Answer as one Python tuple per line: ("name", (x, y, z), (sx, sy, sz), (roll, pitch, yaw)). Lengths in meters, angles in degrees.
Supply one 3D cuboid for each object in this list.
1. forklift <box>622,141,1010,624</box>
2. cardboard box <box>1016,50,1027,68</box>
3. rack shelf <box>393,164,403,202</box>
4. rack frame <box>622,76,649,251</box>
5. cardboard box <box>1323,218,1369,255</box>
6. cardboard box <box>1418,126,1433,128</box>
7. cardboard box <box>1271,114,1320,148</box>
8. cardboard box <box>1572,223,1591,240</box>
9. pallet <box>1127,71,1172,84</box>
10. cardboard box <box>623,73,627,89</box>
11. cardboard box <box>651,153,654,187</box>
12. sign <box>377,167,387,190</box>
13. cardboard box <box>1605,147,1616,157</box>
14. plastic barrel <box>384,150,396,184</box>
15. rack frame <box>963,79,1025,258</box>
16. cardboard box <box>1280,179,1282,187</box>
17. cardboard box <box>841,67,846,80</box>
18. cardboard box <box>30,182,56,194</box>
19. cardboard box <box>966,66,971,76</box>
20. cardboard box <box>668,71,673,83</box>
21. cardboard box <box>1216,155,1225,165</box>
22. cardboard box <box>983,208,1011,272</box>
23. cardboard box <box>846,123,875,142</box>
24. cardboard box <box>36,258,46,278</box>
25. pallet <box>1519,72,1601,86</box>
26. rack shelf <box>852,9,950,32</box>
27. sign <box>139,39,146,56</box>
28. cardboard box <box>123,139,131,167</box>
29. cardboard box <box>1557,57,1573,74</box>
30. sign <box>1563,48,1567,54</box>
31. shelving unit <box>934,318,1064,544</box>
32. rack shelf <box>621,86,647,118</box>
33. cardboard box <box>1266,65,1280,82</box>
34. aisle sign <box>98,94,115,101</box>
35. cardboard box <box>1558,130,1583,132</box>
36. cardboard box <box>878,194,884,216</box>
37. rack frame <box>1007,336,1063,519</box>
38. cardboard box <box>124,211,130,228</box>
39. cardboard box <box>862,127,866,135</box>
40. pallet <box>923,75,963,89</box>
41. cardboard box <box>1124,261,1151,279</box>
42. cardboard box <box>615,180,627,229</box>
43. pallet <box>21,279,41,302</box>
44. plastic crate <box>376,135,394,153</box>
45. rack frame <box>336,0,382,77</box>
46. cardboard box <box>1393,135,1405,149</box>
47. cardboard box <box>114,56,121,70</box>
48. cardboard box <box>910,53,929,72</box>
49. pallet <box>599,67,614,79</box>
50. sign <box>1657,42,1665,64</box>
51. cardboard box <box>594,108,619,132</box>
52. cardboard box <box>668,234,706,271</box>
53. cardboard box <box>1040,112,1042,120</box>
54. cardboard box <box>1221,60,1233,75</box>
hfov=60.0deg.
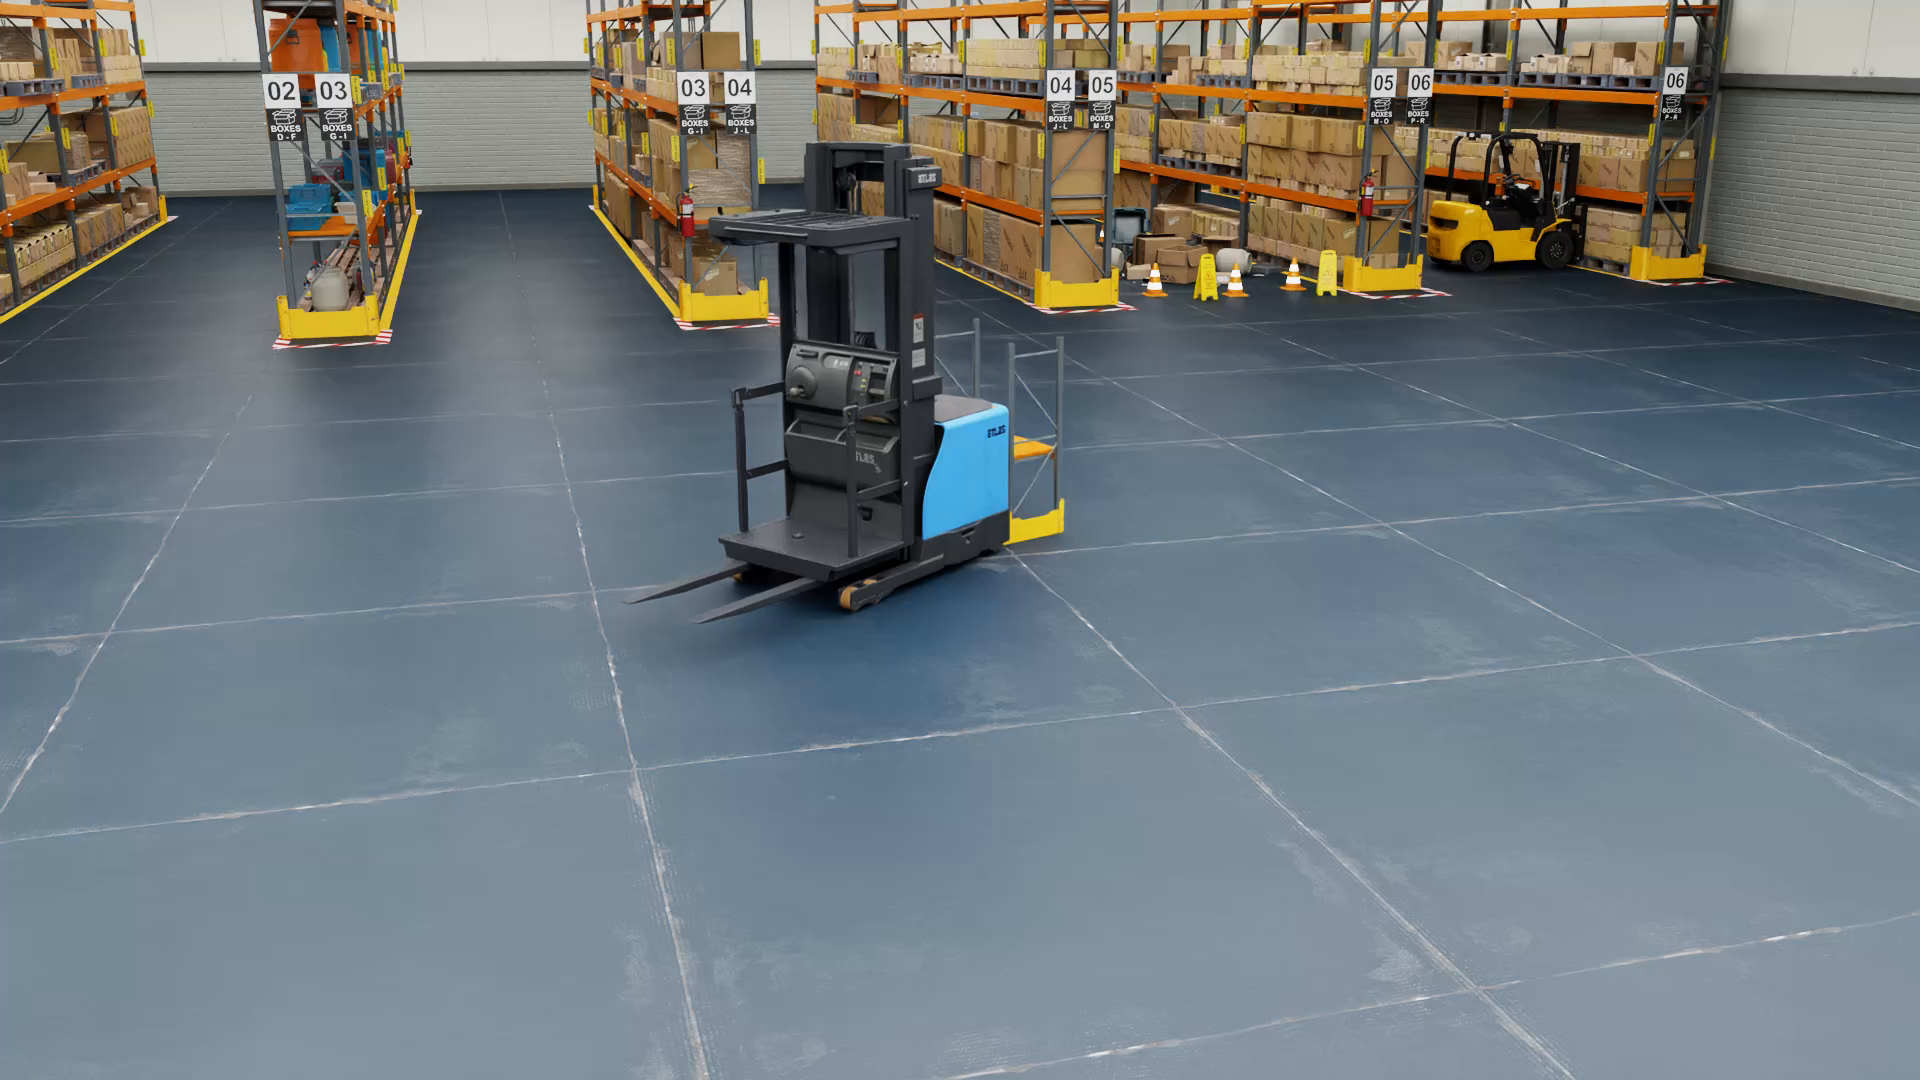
("forklift", (-0.928, -1.093, 10.997), (1.130, 2.935, 3.031), (12, 21, 36))
("cardboard box", (1.102, -6.787, 23.459), (0.500, 0.250, 0.500), (-5, 17, -15))
("rack shelf", (-10.666, -6.445, 29.944), (1.077, 0.370, 4.000), (-5, 17, -15))
("rack frame", (-5.354, -6.628, 29.303), (1.000, 3.000, 0.127), (-5, 17, -15))
("cardboard box", (5.902, -4.643, 25.440), (0.500, 0.500, 0.500), (-5, 17, -15))
("cardboard box", (9.230, -8.089, 32.867), (0.380, 0.149, 0.250), (-4, 17, -13))
("cardboard box", (5.418, -6.551, 26.619), (0.700, 0.500, 0.500), (-5, 17, -16))
("cardboard box", (10.421, -5.106, 27.418), (0.500, 0.250, 0.500), (-5, 17, -17))
("pallet", (3.947, -8.931, 32.085), (1.213, 0.211, 1.003), (-4, 17, -13))
("cardboard box", (-5.469, -7.842, 28.393), (0.500, 0.250, 0.500), (-4, 17, -14))
("cardboard box", (-4.190, -5.582, 25.131), (0.875, 0.500, 0.500), (-5, 17, -15))
("sign", (-8.485, -5.303, 24.410), (0.100, 0.325, 0.005), (-5, 17, -15))
("cardboard box", (10.612, -6.239, 26.706), (0.380, 0.149, 0.250), (-5, 17, -16))
("plastic barrel", (-9.697, -6.197, 27.632), (0.600, 0.536, 0.708), (-5, 17, -15))
("rack frame", (0.542, -5.886, 26.832), (1.000, 3.000, 0.127), (-5, 17, -15))
("cardboard box", (5.412, -5.793, 26.959), (0.380, 0.149, 0.250), (-5, 17, -16))
("cardboard box", (-2.177, -9.717, 34.632), (0.500, 0.250, 0.500), (-5, 17, -15))
("cardboard box", (-14.367, -5.498, 25.979), (0.380, 0.149, 0.250), (-5, 17, -15))
("cardboard box", (0.315, -7.323, 25.937), (0.380, 0.149, 0.250), (-5, 17, -16))
("cardboard box", (-3.671, -6.171, 22.136), (0.380, 0.149, 0.250), (-5, 18, -18))
("cardboard box", (4.706, -6.649, 29.080), (0.380, 0.149, 0.250), (-5, 17, -16))
("cardboard box", (0.899, -4.641, 25.650), (0.875, 0.875, 0.875), (-5, 17, -15))
("cardboard box", (-2.061, -8.400, 34.512), (0.500, 0.500, 0.500), (-5, 17, -15))
("cardboard box", (-13.937, -4.039, 24.734), (0.500, 0.250, 0.500), (-5, 18, -17))
("pallet", (10.305, -7.859, 28.340), (1.003, 0.211, 1.213), (-5, 17, -15))
("rack shelf", (-1.107, -9.882, 31.655), (1.077, 0.370, 4.000), (-5, 17, -15))
("sign", (-16.539, -9.957, 33.634), (0.100, 0.325, 0.005), (-5, 17, -15))
("cardboard box", (-16.001, -7.304, 31.379), (0.500, 0.500, 0.500), (-4, 17, -14))
("cardboard box", (10.161, -7.885, 27.604), (0.396, 0.266, 0.258), (-5, 17, -17))
("sign", (10.579, -8.465, 29.168), (0.100, 0.325, 0.005), (-5, 17, -15))
("shelving unit", (0.242, -0.857, 12.699), (0.587, 1.500, 1.083), (-12, 21, -35))
("rack shelf", (-4.804, -7.167, 27.133), (1.077, 0.370, 4.000), (-5, 17, -15))
("cardboard box", (5.282, -7.527, 26.825), (0.500, 0.250, 0.500), (-5, 17, -16))
("aisle sign", (-17.379, -9.299, 33.677), (0.394, 0.787, 0.004), (-5, 17, -15))
("cardboard box", (10.539, -6.990, 28.690), (0.380, 0.149, 0.250), (-5, 17, -16))
("cardboard box", (-1.289, -6.446, 32.313), (0.500, 0.500, 0.500), (-6, 18, -18))
("rack frame", (0.551, -0.738, 12.302), (0.500, 1.500, 0.032), (-12, 21, -35))
("cardboard box", (-15.886, -6.008, 31.149), (0.500, 0.311, 0.500), (-5, 17, -15))
("cardboard box", (-1.703, -8.031, 32.647), (0.380, 0.149, 0.250), (-5, 17, -16))
("pallet", (-0.019, -7.855, 28.503), (1.003, 0.211, 1.213), (-4, 17, -13))
("cardboard box", (2.786, -4.246, 26.127), (0.396, 0.266, 0.258), (-2, 17, -6))
("cardboard box", (-5.761, -6.251, 31.012), (1.225, 0.875, 0.875), (-5, 17, -15))
("pallet", (-14.020, -3.604, 24.085), (1.003, 0.211, 1.213), (-5, 17, -15))
("plastic crate", (-11.219, -7.669, 32.553), (0.402, 0.464, 0.583), (-5, 17, -15))
("rack frame", (-10.116, -9.109, 27.136), (1.000, 3.000, 0.127), (-5, 17, -15))
("cardboard box", (8.809, -7.828, 32.691), (0.500, 0.250, 0.500), (-5, 17, -15))
("cardboard box", (-16.139, -8.988, 31.337), (0.500, 0.250, 0.500), (-5, 17, -15))
("cardboard box", (-0.570, -8.417, 29.297), (0.500, 0.311, 0.500), (-5, 17, -15))
("pallet", (-6.668, -9.355, 33.323), (1.003, 0.211, 1.213), (-5, 17, -15))
("sign", (10.619, -7.376, 25.176), (0.100, 0.325, 0.005), (-5, 17, -15))
("cardboard box", (-7.543, -8.978, 35.567), (0.500, 0.500, 0.500), (-5, 17, -17))
("cardboard box", (-4.183, -4.412, 25.539), (0.500, 0.500, 0.500), (-5, 18, -17))
("cardboard box", (2.132, -9.711, 37.657), (0.500, 0.500, 0.500), (-5, 17, -16))
("cardboard box", (4.840, -8.161, 28.724), (0.500, 0.250, 0.500), (-4, 17, -15))
